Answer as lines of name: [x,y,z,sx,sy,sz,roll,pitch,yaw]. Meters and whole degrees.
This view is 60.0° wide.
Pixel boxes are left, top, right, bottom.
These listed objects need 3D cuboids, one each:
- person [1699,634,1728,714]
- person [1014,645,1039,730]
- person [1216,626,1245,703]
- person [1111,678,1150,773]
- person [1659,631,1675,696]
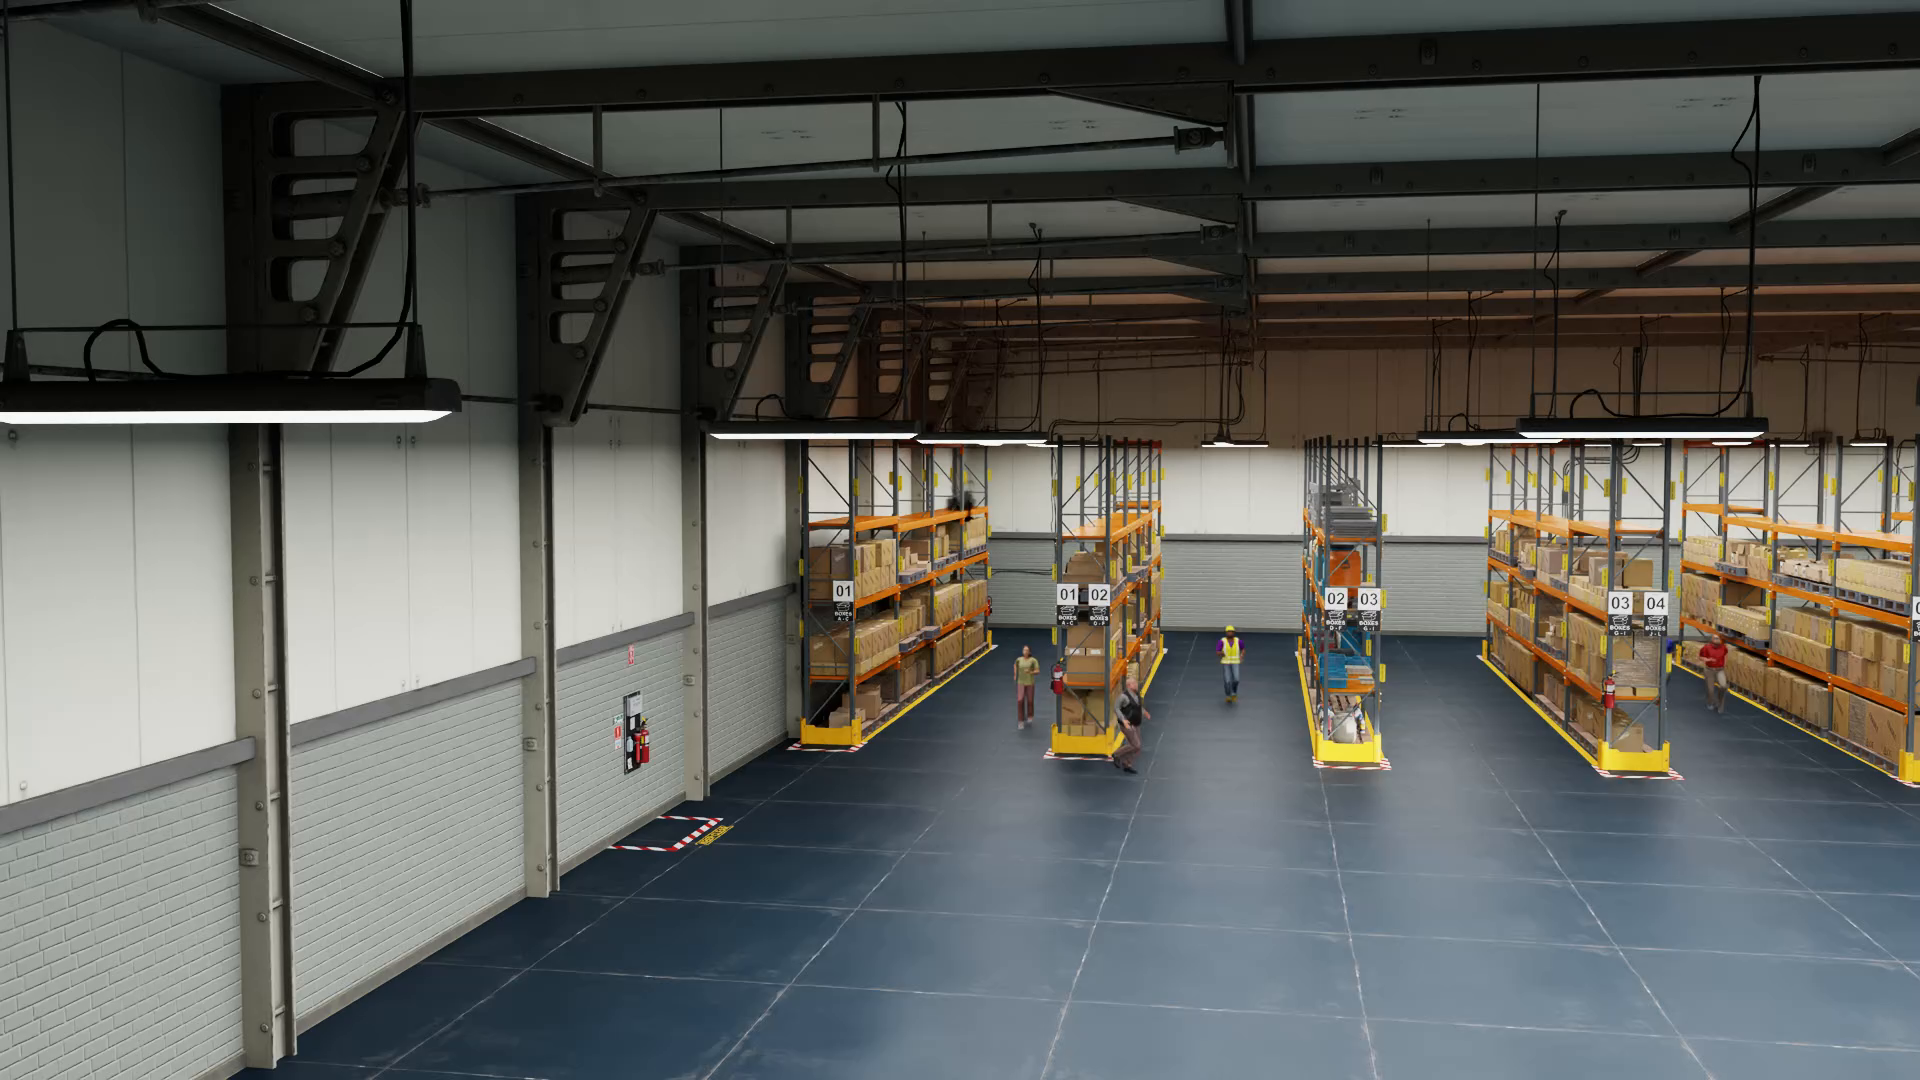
person: [16.452,2.921,36.284,0.641,1.759,0.777,1,3,13]
person: [1.372,3.037,34.412,0.542,1.696,0.755,0,3,7]
person: [6.128,2.816,37.589,0.680,1.754,0.629,0,3,4]
person: [3.048,3.288,29.496,0.615,1.693,0.653,3,4,41]
person: [16.327,2.827,38.560,0.568,1.610,0.560,0,3,0]
